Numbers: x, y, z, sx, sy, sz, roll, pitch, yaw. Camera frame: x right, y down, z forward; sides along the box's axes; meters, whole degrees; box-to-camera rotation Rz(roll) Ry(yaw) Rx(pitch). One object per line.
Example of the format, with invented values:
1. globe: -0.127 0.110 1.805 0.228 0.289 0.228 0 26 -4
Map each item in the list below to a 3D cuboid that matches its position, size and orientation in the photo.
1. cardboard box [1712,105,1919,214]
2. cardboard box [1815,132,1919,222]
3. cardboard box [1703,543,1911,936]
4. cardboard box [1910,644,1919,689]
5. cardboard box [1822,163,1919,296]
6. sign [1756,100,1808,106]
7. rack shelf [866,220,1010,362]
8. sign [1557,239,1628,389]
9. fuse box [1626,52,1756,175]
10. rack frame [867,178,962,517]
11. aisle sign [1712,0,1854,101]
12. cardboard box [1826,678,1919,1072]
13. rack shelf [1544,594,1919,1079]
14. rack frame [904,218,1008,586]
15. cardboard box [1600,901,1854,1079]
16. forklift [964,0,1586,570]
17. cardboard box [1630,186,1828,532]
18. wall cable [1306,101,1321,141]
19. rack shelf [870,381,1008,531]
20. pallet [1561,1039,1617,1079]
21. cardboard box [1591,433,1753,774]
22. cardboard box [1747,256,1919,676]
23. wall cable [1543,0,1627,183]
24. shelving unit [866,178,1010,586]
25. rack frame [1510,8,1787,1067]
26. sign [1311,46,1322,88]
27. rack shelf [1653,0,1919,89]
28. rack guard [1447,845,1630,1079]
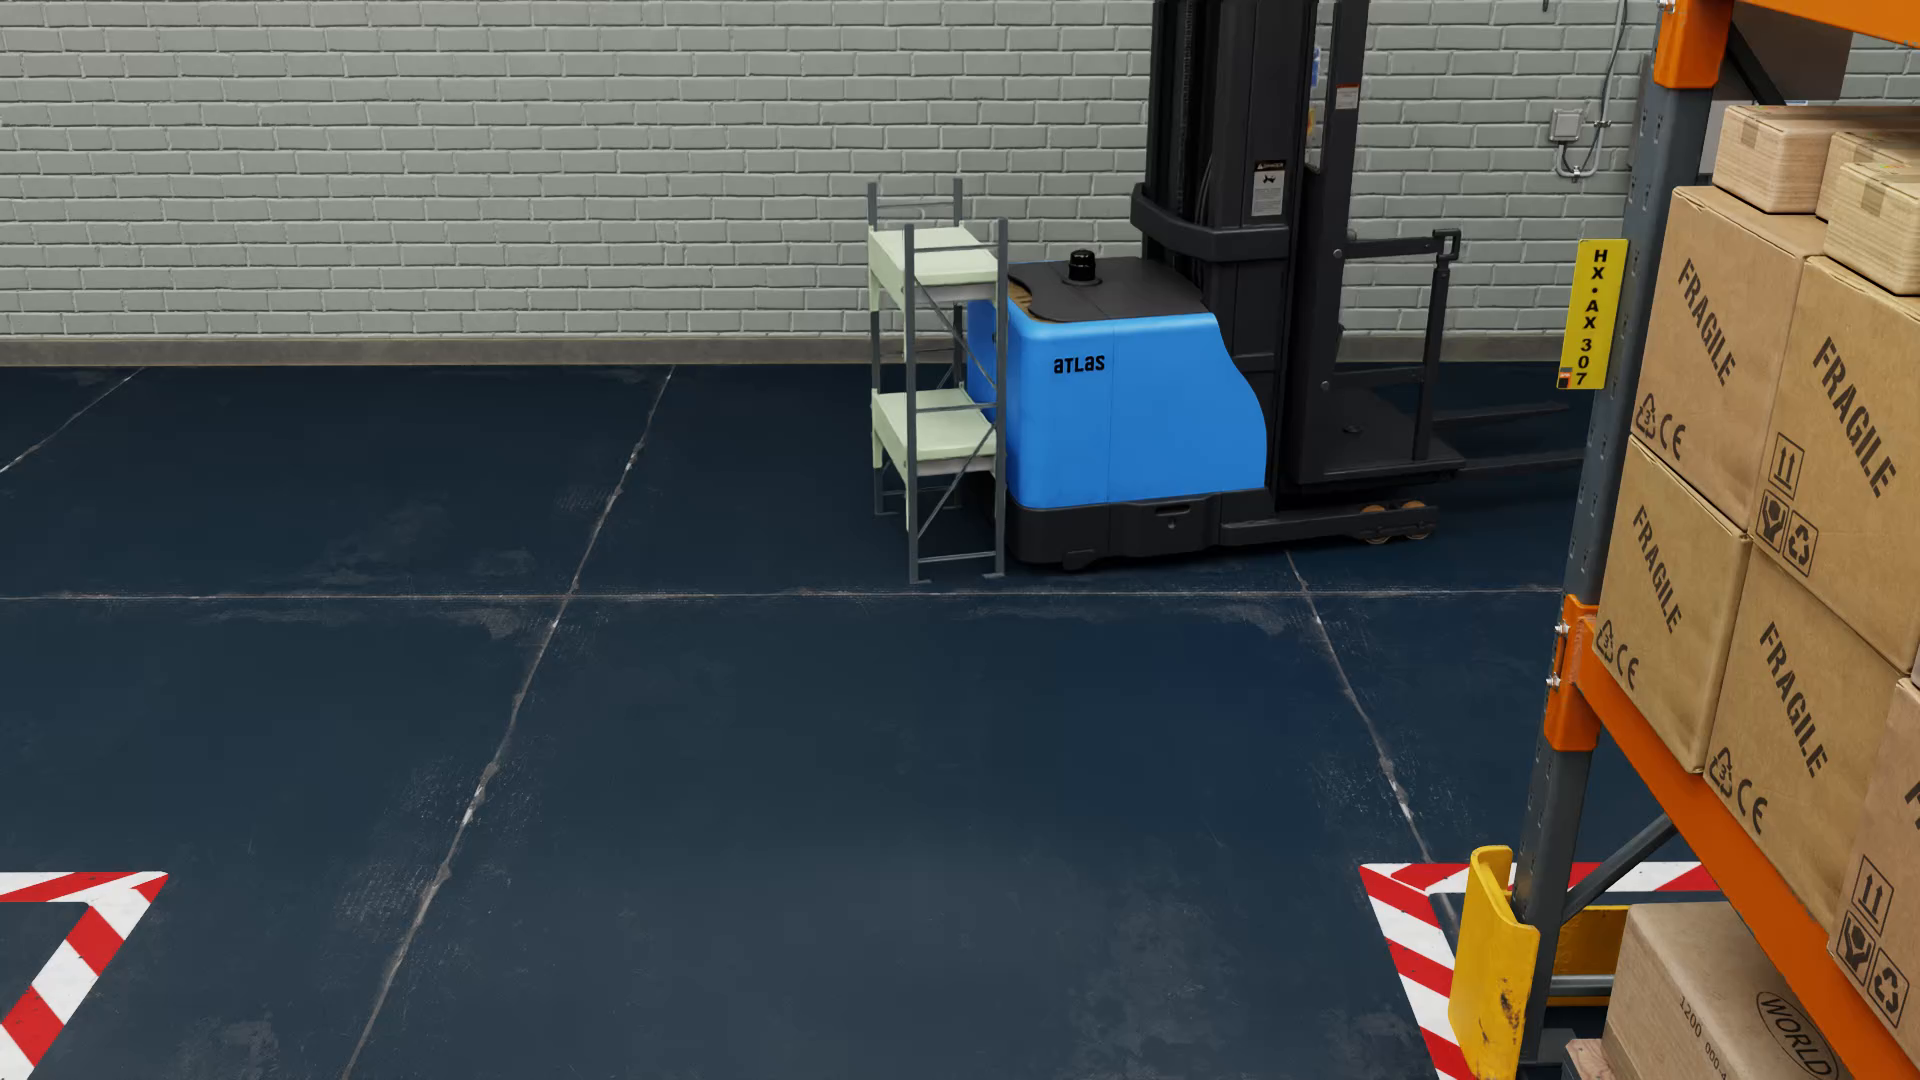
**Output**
1. cardboard box: 1.616 -0.693 3.020 0.380 0.149 0.250 0 24 1
2. cardboard box: 1.690 -0.585 2.782 0.380 0.149 0.250 0 24 1
3. cardboard box: 1.641 0.318 2.785 0.500 0.500 0.500 -1 24 -1
4. cardboard box: 1.635 0.079 2.100 0.500 0.500 0.500 0 24 -1
5. cardboard box: 1.578 -0.477 2.544 0.380 0.149 0.250 0 24 1
6. sign: 4.398 -2.360 8.944 0.329 0.494 0.001 0 24 -1
7. rack shelf: -0.100 -1.021 6.740 0.431 0.370 0.720 -6 25 -12
8. sign: 1.334 -0.474 3.511 0.100 0.325 0.005 0 24 -1
9. fuse box: 3.906 -1.729 8.997 0.539 1.711 0.414 0 24 -1
10. rack frame: -0.187 -0.812 7.225 0.400 1.500 0.023 -6 25 -12
11. aisle sign: 1.598 -1.256 3.233 0.394 0.787 0.004 0 24 -1
12. cardboard box: 1.628 0.528 2.321 0.500 0.500 0.500 0 24 -1
13. rack shelf: 1.911 1.108 2.032 1.077 0.370 4.000 0 24 -1
14. rack frame: -0.014 -0.519 6.577 0.400 1.500 0.023 -6 25 -12
15. cardboard box: 1.996 1.204 3.547 0.875 0.438 0.875 -1 24 -2
16. forklift: 1.593 -1.521 7.057 3.031 2.935 1.130 -6 25 -13
17. cardboard box: 1.609 -0.346 3.039 0.500 0.500 0.500 -1 24 -2
18. wall cable: 1.804 -2.844 8.627 0.585 1.953 0.123 0 24 -1
19. rack shelf: -0.100 -0.368 7.036 0.431 0.370 0.720 -6 25 -12
20. pallet: 1.976 1.556 3.553 1.003 0.211 1.213 0 24 -1
21. cardboard box: 1.607 0.110 3.245 0.500 0.500 0.500 0 24 -1
22. cardboard box: 1.622 -0.133 2.569 0.500 0.500 0.500 -1 24 -2
23. wall cable: 3.222 -2.841 8.659 0.588 1.984 0.122 0 24 -1
24. shelving unit: -0.100 -0.665 6.901 0.431 1.500 0.755 -6 25 -12
25. rack frame: 1.889 -0.043 3.706 1.000 3.000 0.127 0 24 -1
26. sign: 1.755 -2.515 8.843 0.327 0.218 0.001 0 24 -1
27. rack shelf: 1.911 -0.258 1.414 1.077 0.370 4.000 0 24 -1
28. rack guard: 1.889 1.086 4.243 1.175 0.500 0.348 0 24 -1
